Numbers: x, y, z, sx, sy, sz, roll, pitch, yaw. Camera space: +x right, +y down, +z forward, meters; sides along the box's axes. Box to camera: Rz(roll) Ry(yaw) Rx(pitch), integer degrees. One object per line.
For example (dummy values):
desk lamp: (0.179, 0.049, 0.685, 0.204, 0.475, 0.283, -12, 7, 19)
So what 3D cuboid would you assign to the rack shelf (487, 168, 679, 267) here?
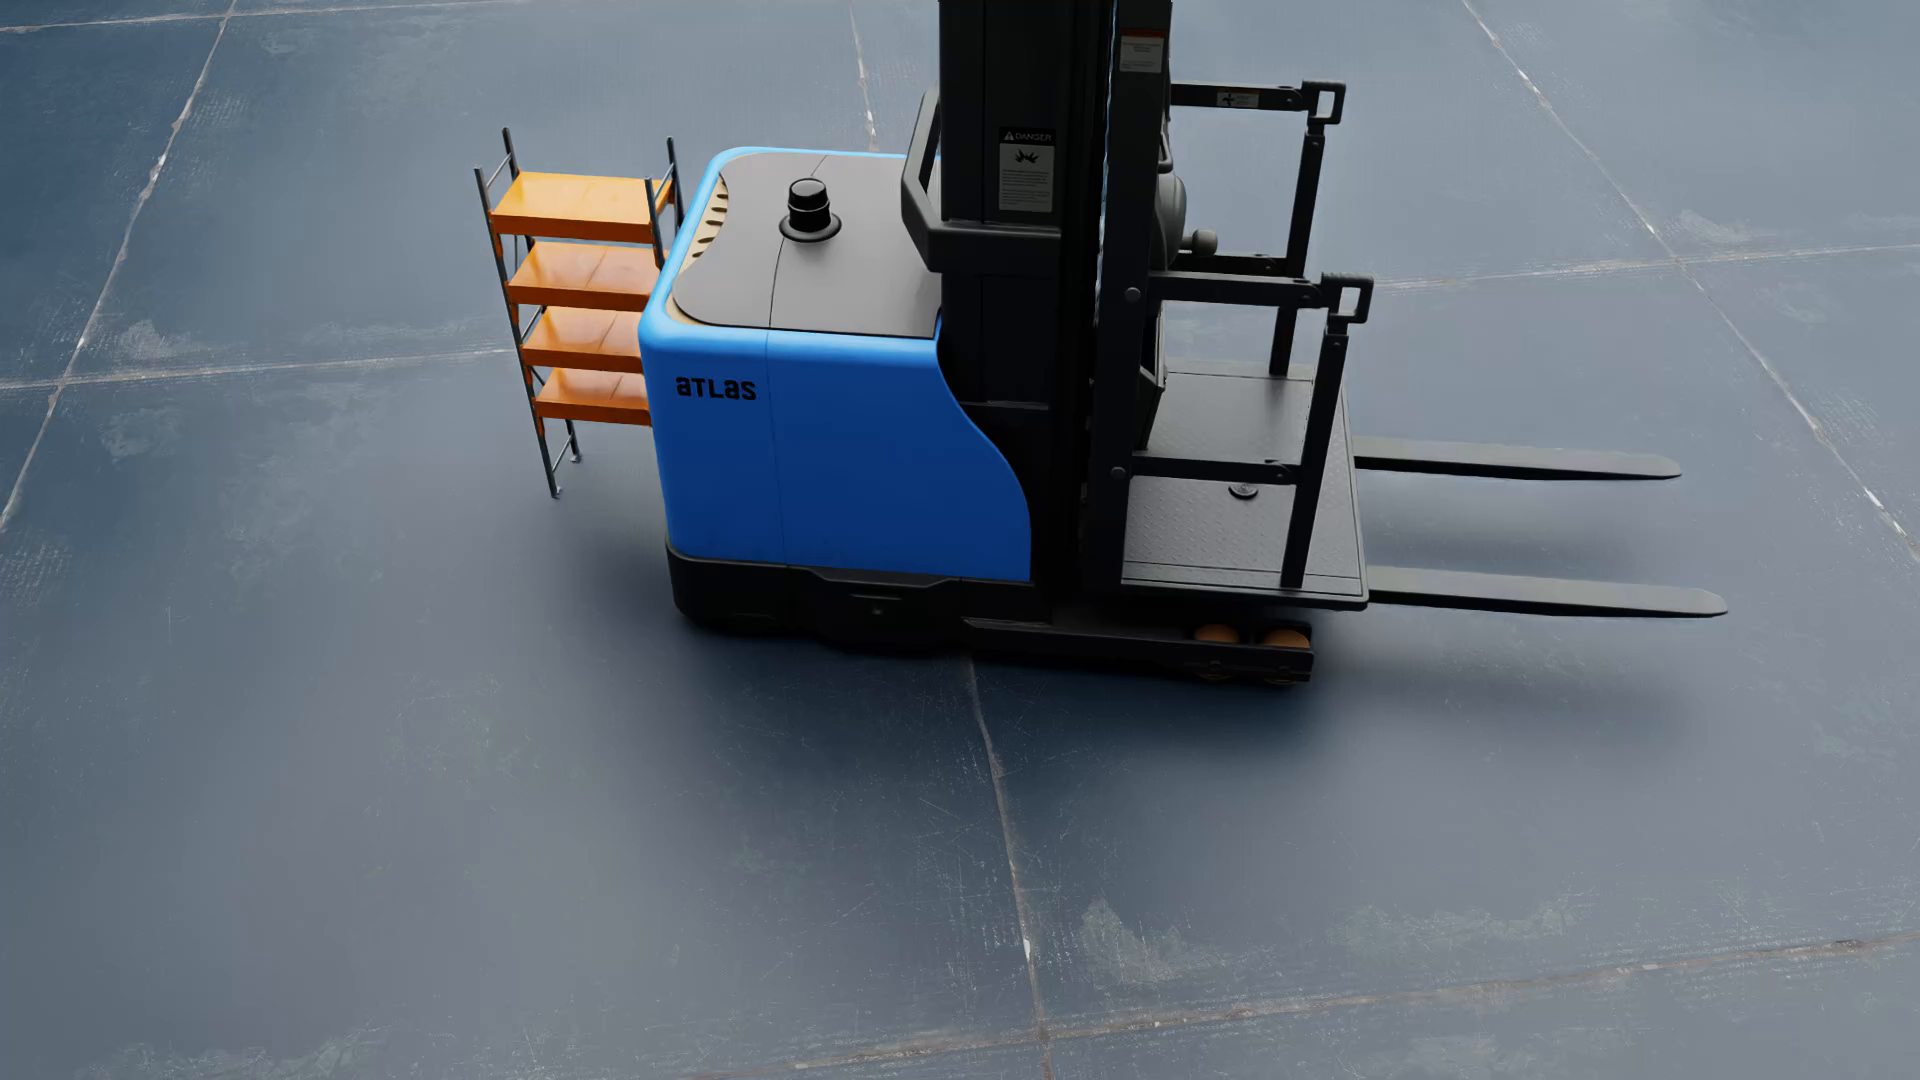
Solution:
rack shelf: (-1.076, -0.932, 4.794, 0.480, 0.148, 0.258, 5, 42, 7)

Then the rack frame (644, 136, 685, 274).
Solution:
rack frame: (-0.828, -0.618, 5.027, 0.015, 1.200, 0.240, 5, 42, 7)

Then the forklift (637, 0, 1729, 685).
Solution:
forklift: (0.699, -1.048, 4.223, 3.031, 2.935, 1.130, 4, 42, 4)

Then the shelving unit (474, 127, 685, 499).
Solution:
shelving unit: (-1.069, -0.639, 5.057, 0.503, 1.200, 0.258, 5, 42, 7)

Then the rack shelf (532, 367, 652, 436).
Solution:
rack shelf: (-1.065, -0.442, 5.234, 0.480, 0.148, 0.258, 5, 42, 7)

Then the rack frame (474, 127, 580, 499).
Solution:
rack frame: (-1.310, -0.661, 5.087, 0.015, 1.200, 0.240, 5, 42, 7)

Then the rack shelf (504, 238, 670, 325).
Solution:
rack shelf: (-1.072, -0.756, 4.952, 0.480, 0.148, 0.258, 5, 42, 7)

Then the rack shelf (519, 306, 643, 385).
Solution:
rack shelf: (-1.068, -0.589, 5.102, 0.480, 0.148, 0.258, 5, 42, 7)
